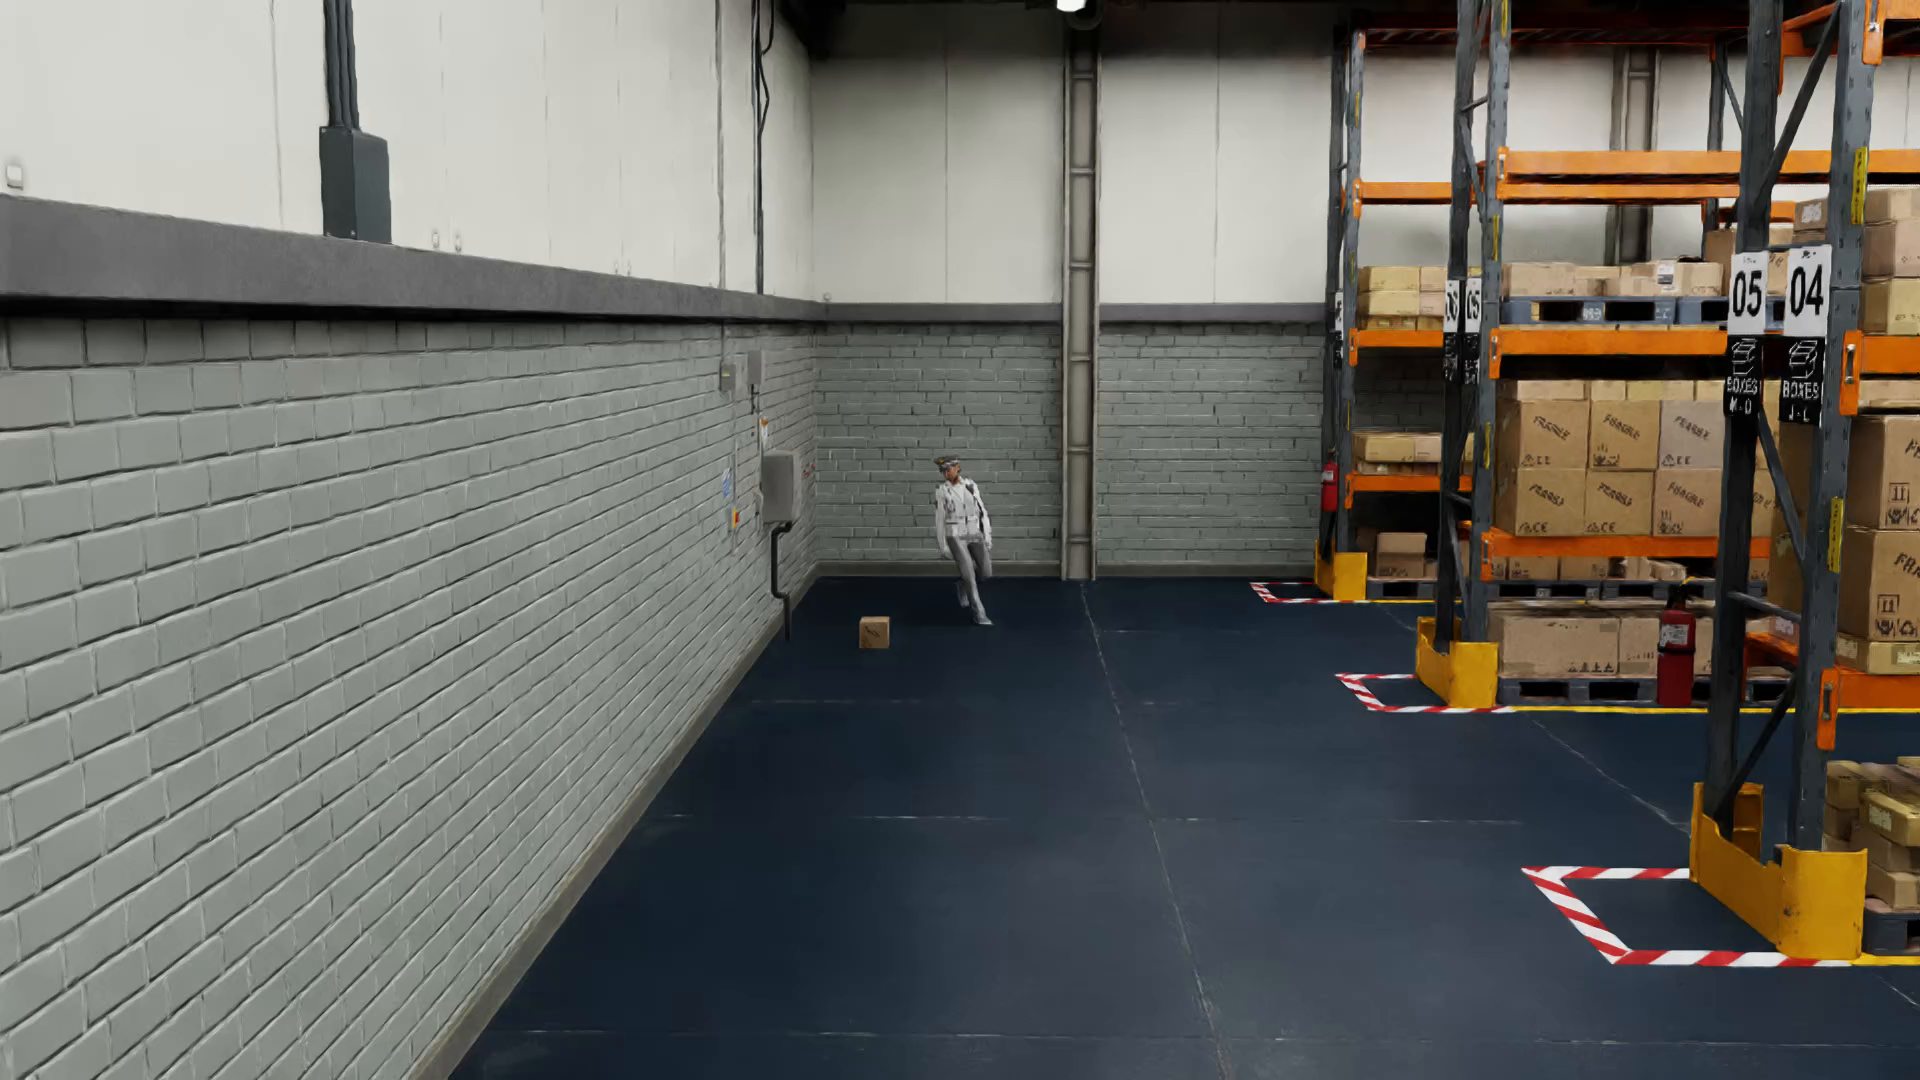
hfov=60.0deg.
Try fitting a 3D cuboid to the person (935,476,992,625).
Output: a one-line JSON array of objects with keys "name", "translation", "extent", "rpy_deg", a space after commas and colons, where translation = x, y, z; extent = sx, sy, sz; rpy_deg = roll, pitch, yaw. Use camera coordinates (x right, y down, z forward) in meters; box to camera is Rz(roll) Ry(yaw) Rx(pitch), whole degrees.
[{"name": "person", "translation": [0.031, 0.087, 16.063], "extent": [0.525, 1.409, 0.719], "rpy_deg": [-3, 8, -21]}]
